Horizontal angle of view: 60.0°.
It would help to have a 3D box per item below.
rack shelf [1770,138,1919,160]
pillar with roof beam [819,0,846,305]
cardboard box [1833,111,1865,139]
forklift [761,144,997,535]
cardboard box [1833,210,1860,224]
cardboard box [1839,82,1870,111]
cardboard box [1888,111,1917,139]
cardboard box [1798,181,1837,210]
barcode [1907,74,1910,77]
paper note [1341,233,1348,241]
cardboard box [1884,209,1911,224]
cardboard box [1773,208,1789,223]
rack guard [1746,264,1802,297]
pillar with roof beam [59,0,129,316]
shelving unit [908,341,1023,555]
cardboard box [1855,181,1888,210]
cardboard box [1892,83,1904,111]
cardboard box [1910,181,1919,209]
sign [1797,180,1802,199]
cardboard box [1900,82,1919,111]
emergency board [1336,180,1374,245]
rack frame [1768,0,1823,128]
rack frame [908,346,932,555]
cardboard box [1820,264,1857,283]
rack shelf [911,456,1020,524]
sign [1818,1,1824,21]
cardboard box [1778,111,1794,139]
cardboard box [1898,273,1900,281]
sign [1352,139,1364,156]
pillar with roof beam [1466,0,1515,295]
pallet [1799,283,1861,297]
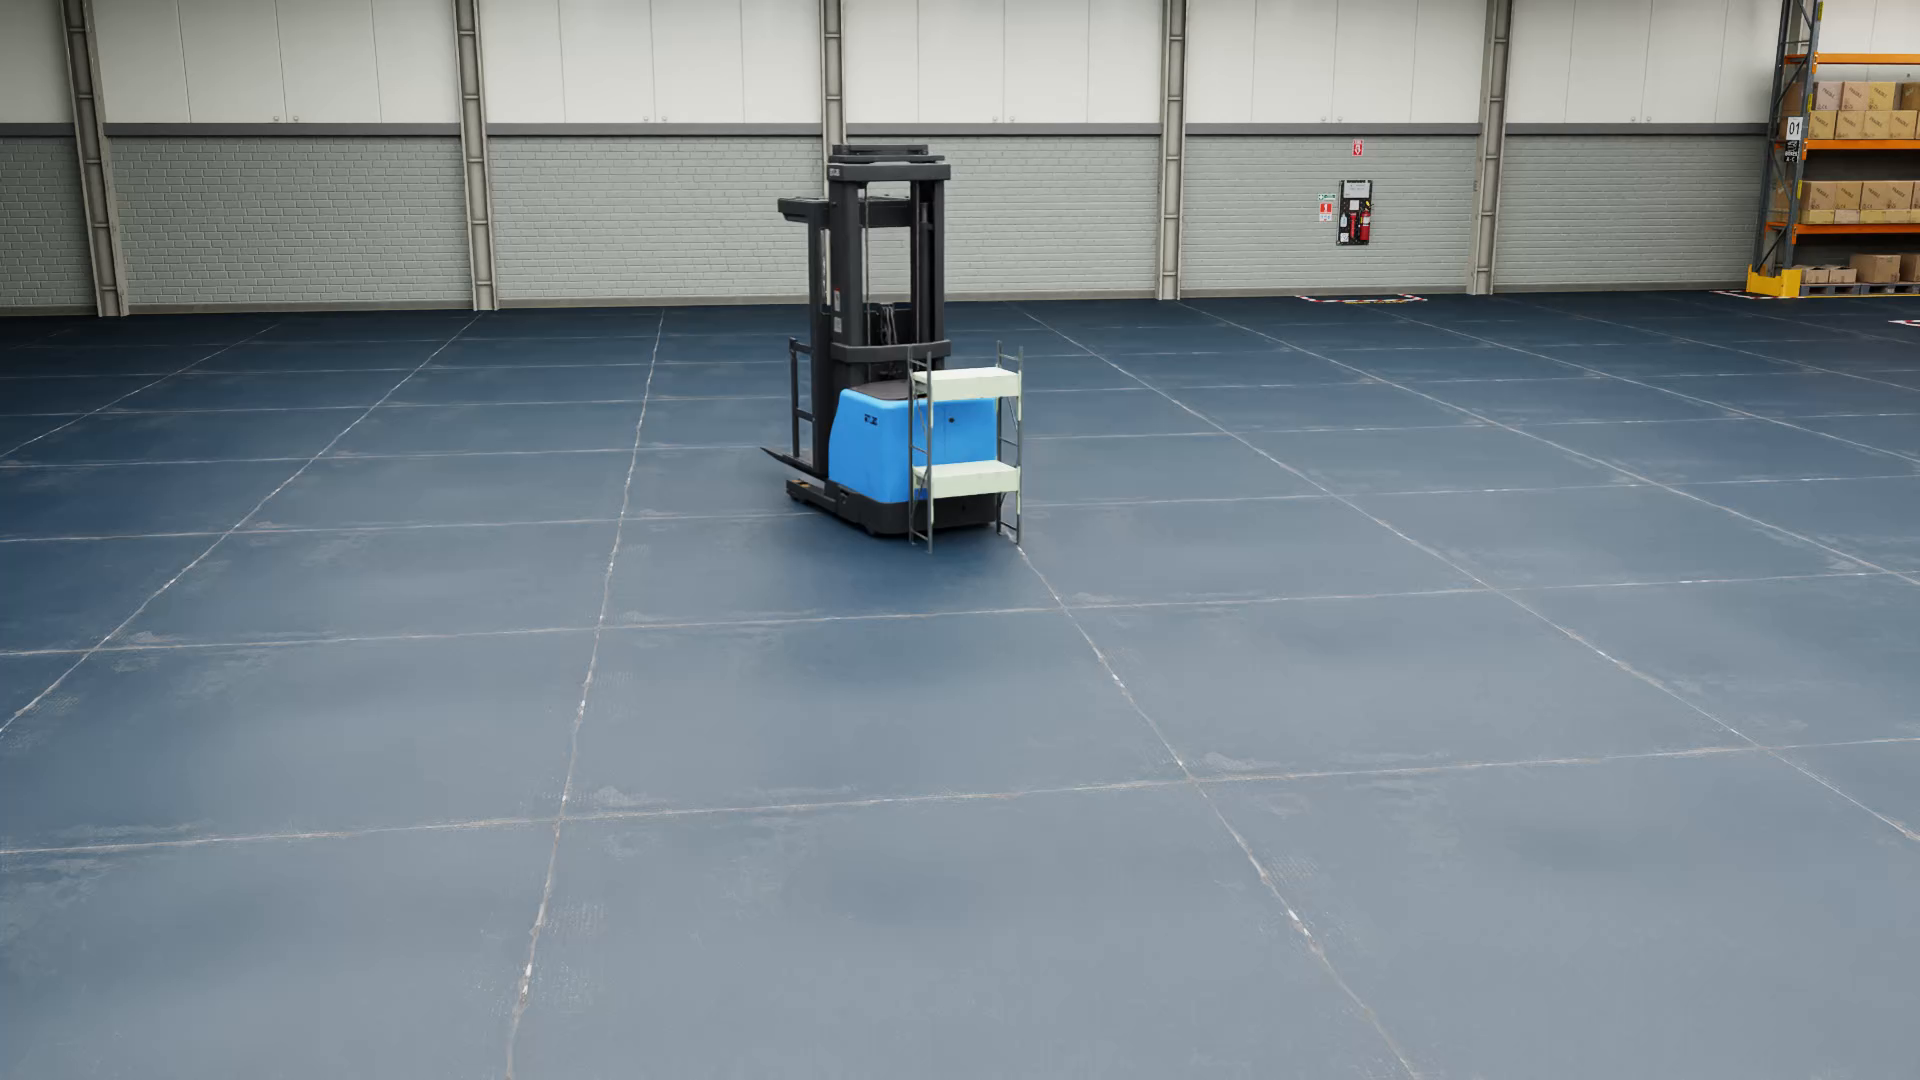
[{"bbox_3d":[17.043,-7.217,30.645,4.000,0.370,1.077,-2,14,-8],"label":"rack shelf"},{"bbox_3d":[-1.529,-7.494,24.104,0.400,9.000,9.100,-2,14,-8],"label":"pillar with roof beam"},{"bbox_3d":[15.969,-7.514,30.106,0.500,0.500,0.500,-1,14,-5],"label":"cardboard box"},{"bbox_3d":[-0.819,-1.772,13.761,1.130,2.935,3.031,-7,16,-27],"label":"forklift"},{"bbox_3d":[16.106,-5.939,30.504,0.500,0.250,0.500,-3,14,-10],"label":"cardboard box"},{"bbox_3d":[15.986,-7.998,29.979,0.500,0.500,0.500,-2,14,-9],"label":"cardboard box"},{"bbox_3d":[17.009,-7.559,30.283,0.500,0.500,0.500,-1,14,-5],"label":"cardboard box"},{"bbox_3d":[15.582,-6.284,30.339,0.500,0.500,0.500,-2,14,-8],"label":"cardboard box"},{"bbox_3d":[17.582,-8.613,30.827,0.075,0.075,0.001,-2,14,-8],"label":"barcode"},{"bbox_3d":[7.061,-5.557,30.525,0.142,0.148,0.016,-2,14,-8],"label":"paper note"},{"bbox_3d":[17.111,-5.974,30.643,0.500,0.250,0.500,-2,14,-8],"label":"cardboard box"},{"bbox_3d":[15.498,-6.039,30.903,0.500,0.250,0.500,-2,14,-7],"label":"cardboard box"},{"bbox_3d":[15.140,-4.829,30.949,0.348,0.500,1.175,-2,14,-8],"label":"rack guard"},{"bbox_3d":[-13.395,-7.059,22.370,0.400,9.000,9.100,-2,14,-8],"label":"pillar with roof beam"},{"bbox_3d":[0.038,-0.697,12.419,0.755,1.500,0.431,-6,15,-23],"label":"shelving unit"},{"bbox_3d":[16.584,-6.317,30.469,0.500,0.500,0.500,-3,14,-10],"label":"cardboard box"},{"bbox_3d":[16.980,-8.166,30.650,0.500,0.500,0.500,-2,14,-8],"label":"cardboard box"},{"bbox_3d":[17.607,-6.357,30.631,0.500,0.500,0.500,-3,14,-10],"label":"cardboard box"},{"bbox_3d":[15.146,-6.328,30.008,0.005,0.325,0.100,-2,14,-8],"label":"sign"},{"bbox_3d":[17.510,-8.054,30.203,0.500,0.500,0.500,-3,14,-10],"label":"cardboard box"},{"bbox_3d":[7.246,-5.974,30.377,0.643,1.169,0.194,-2,14,-8],"label":"emergency board"},{"bbox_3d":[15.065,-8.948,29.904,0.127,3.000,1.000,-2,14,-8],"label":"rack frame"},{"bbox_3d":[-0.296,-0.661,12.275,0.023,1.500,0.400,-6,15,-23],"label":"rack frame"},{"bbox_3d":[16.326,-4.972,31.003,0.500,0.311,0.500,-1,14,-4],"label":"cardboard box"},{"bbox_3d":[0.038,-0.381,12.499,0.720,0.370,0.431,-6,15,-23],"label":"rack shelf"},{"bbox_3d":[15.146,-9.309,29.260,0.005,0.325,0.100,-2,14,-8],"label":"sign"},{"bbox_3d":[15.440,-7.628,30.557,0.500,0.500,0.500,-1,14,-4],"label":"cardboard box"},{"bbox_3d":[17.436,-4.961,31.293,0.250,0.149,0.380,-3,14,-13],"label":"cardboard box"},{"bbox_3d":[7.223,-7.122,30.189,0.199,0.298,0.001,-2,14,-8],"label":"sign"},{"bbox_3d":[10.337,-7.929,25.838,0.400,9.000,9.100,-2,14,-8],"label":"pillar with roof beam"},{"bbox_3d":[15.949,-4.710,31.067,1.213,0.211,1.003,-2,14,-8],"label":"pallet"}]
